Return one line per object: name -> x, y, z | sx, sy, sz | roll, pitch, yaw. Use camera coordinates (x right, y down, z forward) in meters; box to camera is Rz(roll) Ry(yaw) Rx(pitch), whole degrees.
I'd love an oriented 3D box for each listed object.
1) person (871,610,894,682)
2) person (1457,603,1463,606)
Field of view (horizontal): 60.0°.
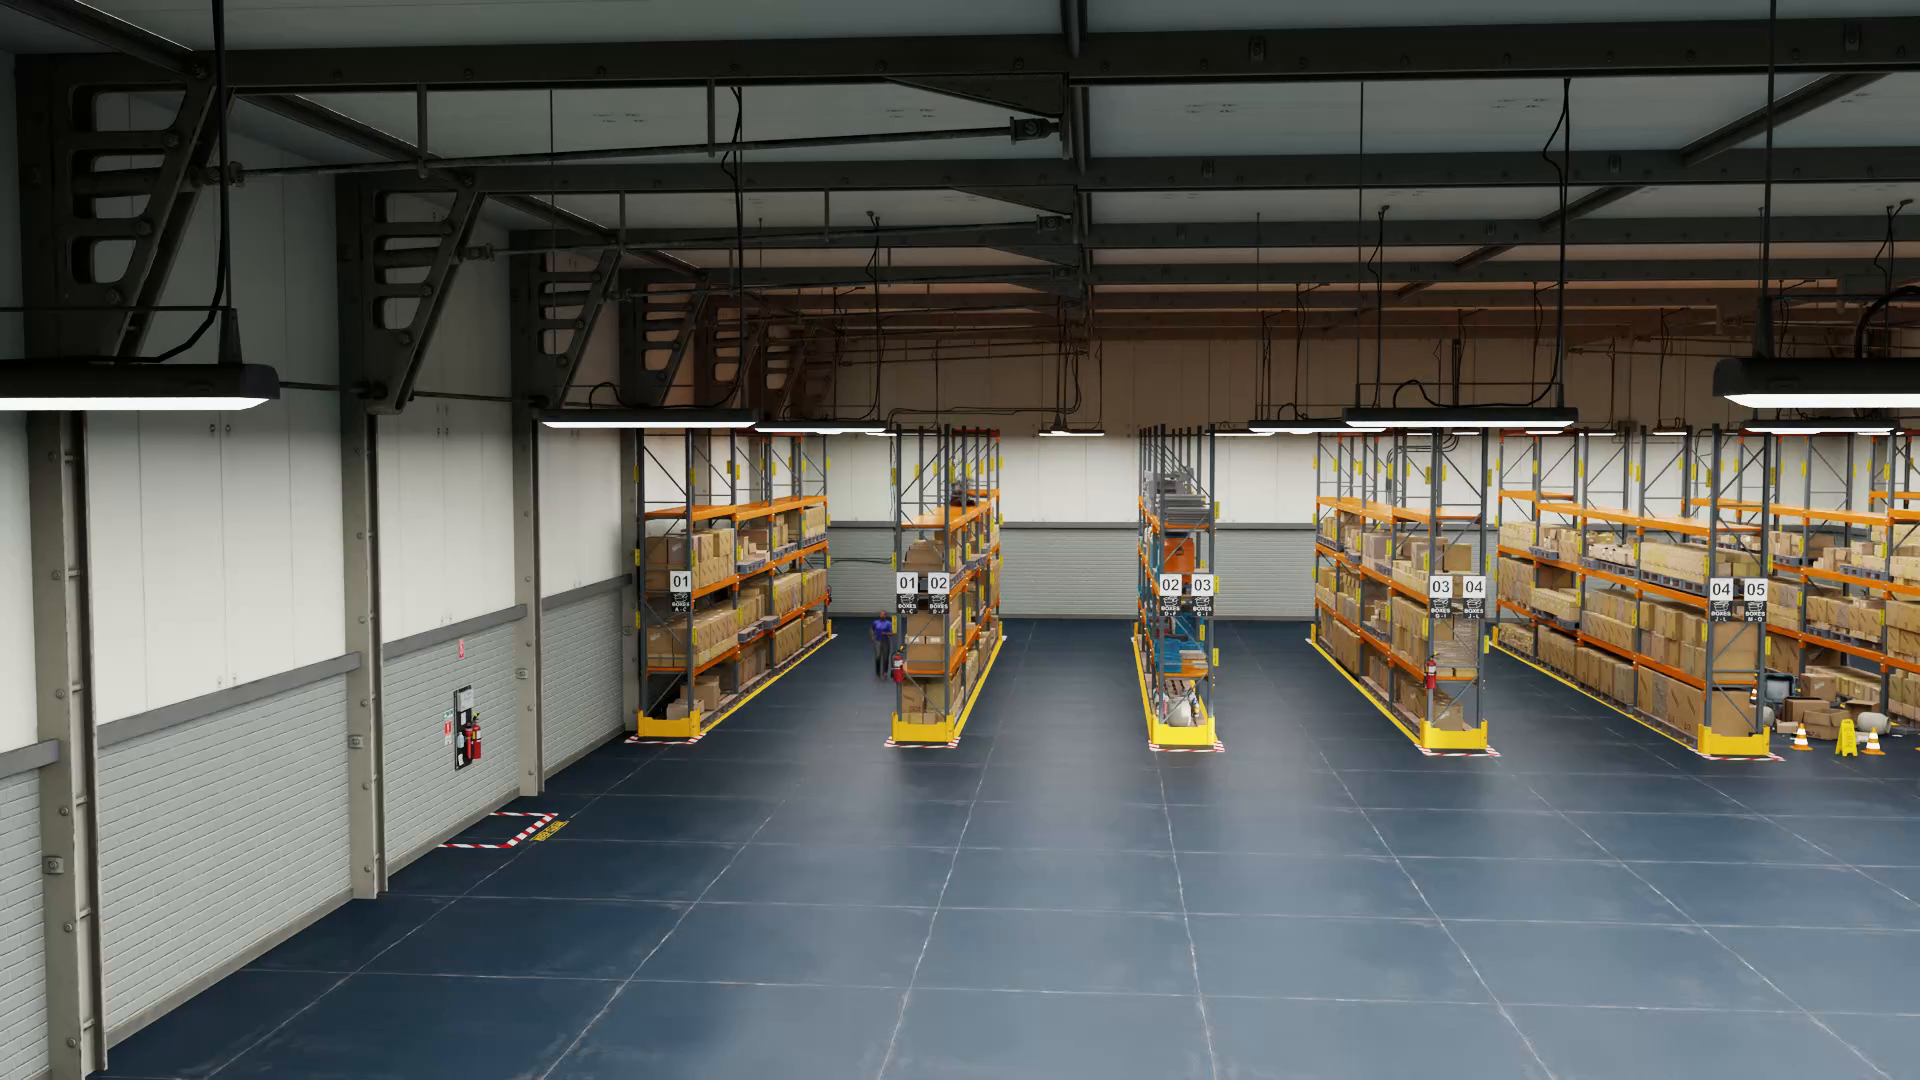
person -> -1.844, 2.512, 39.383 | 0.541, 1.703, 0.731 | 0, 3, -2
person -> 14.042, 2.013, 47.046 | 0.558, 1.682, 0.924 | -3, 4, -37
